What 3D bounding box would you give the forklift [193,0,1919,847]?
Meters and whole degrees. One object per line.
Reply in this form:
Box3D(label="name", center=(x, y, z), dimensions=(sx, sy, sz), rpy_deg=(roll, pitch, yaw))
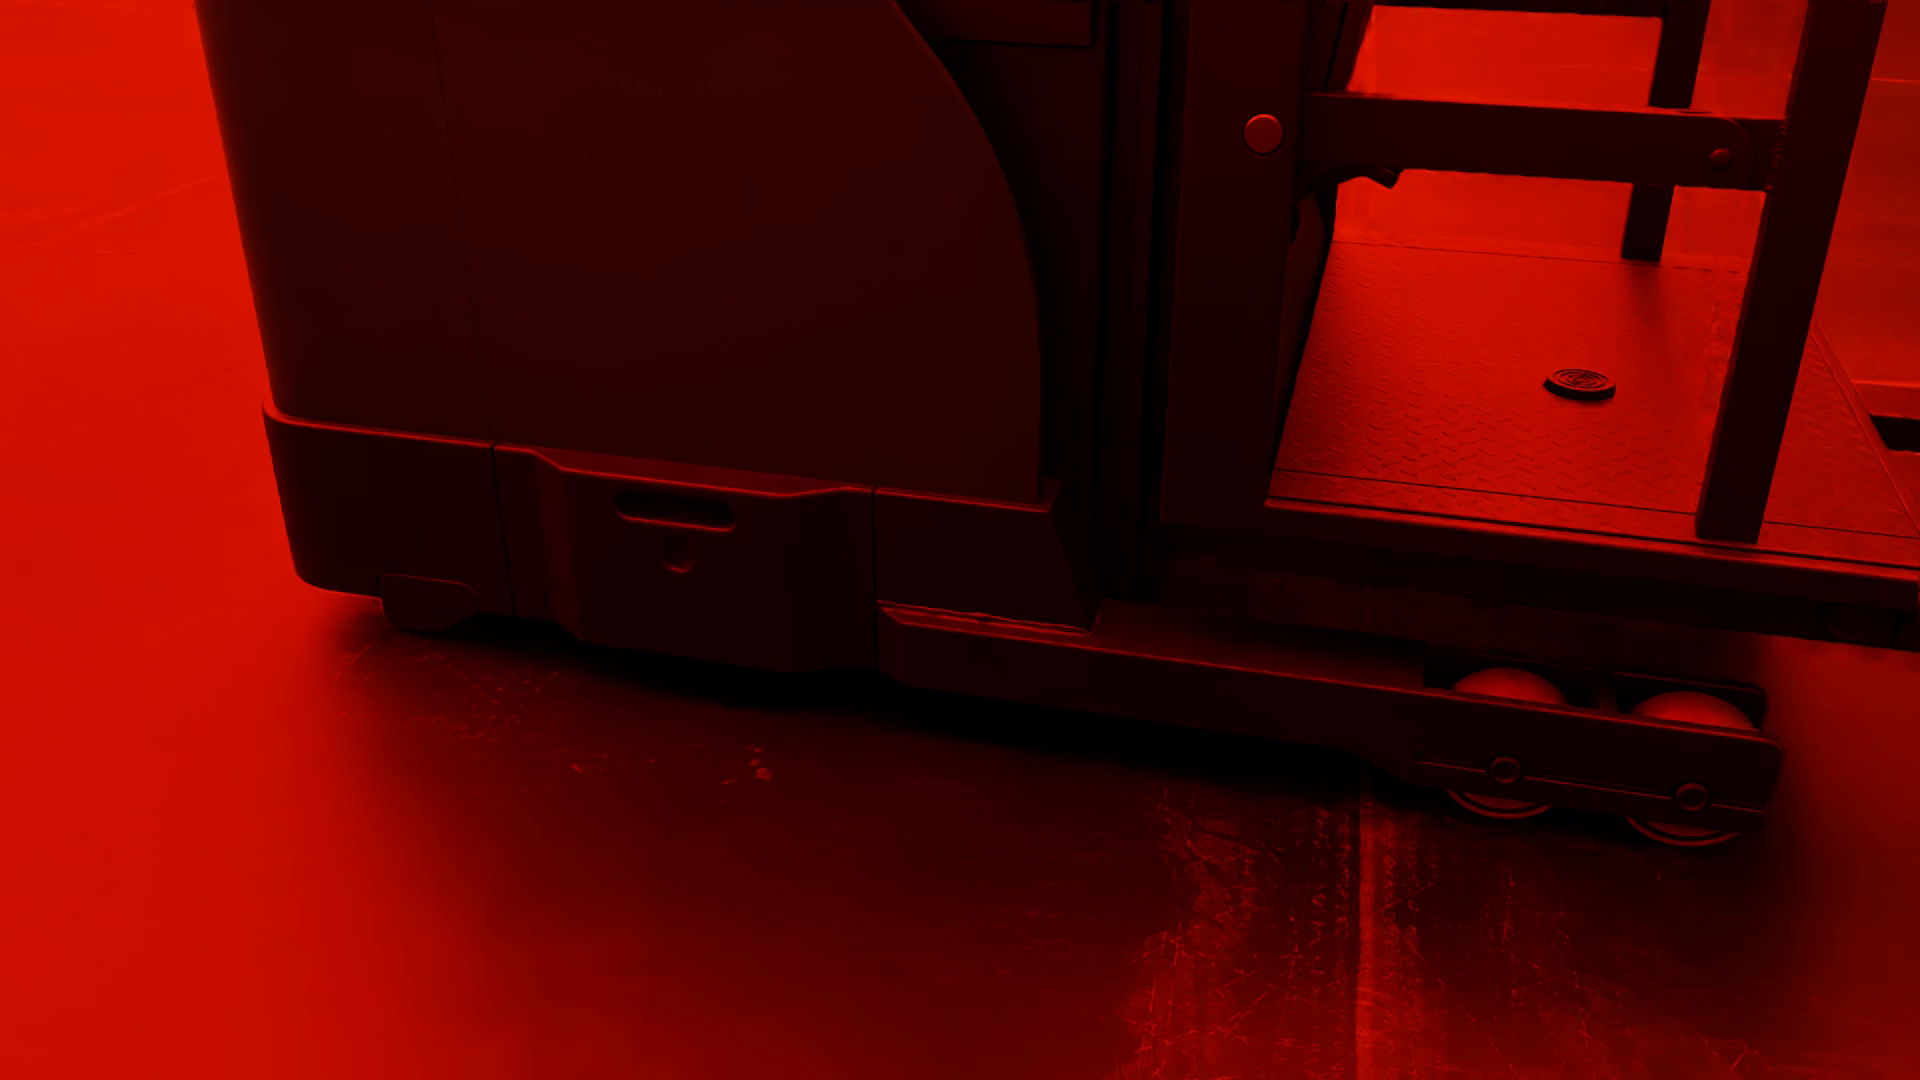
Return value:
Box3D(label="forklift", center=(0.661, -1.238, 1.699), dimensions=(3.031, 2.935, 1.130), rpy_deg=(7, 28, 14))
